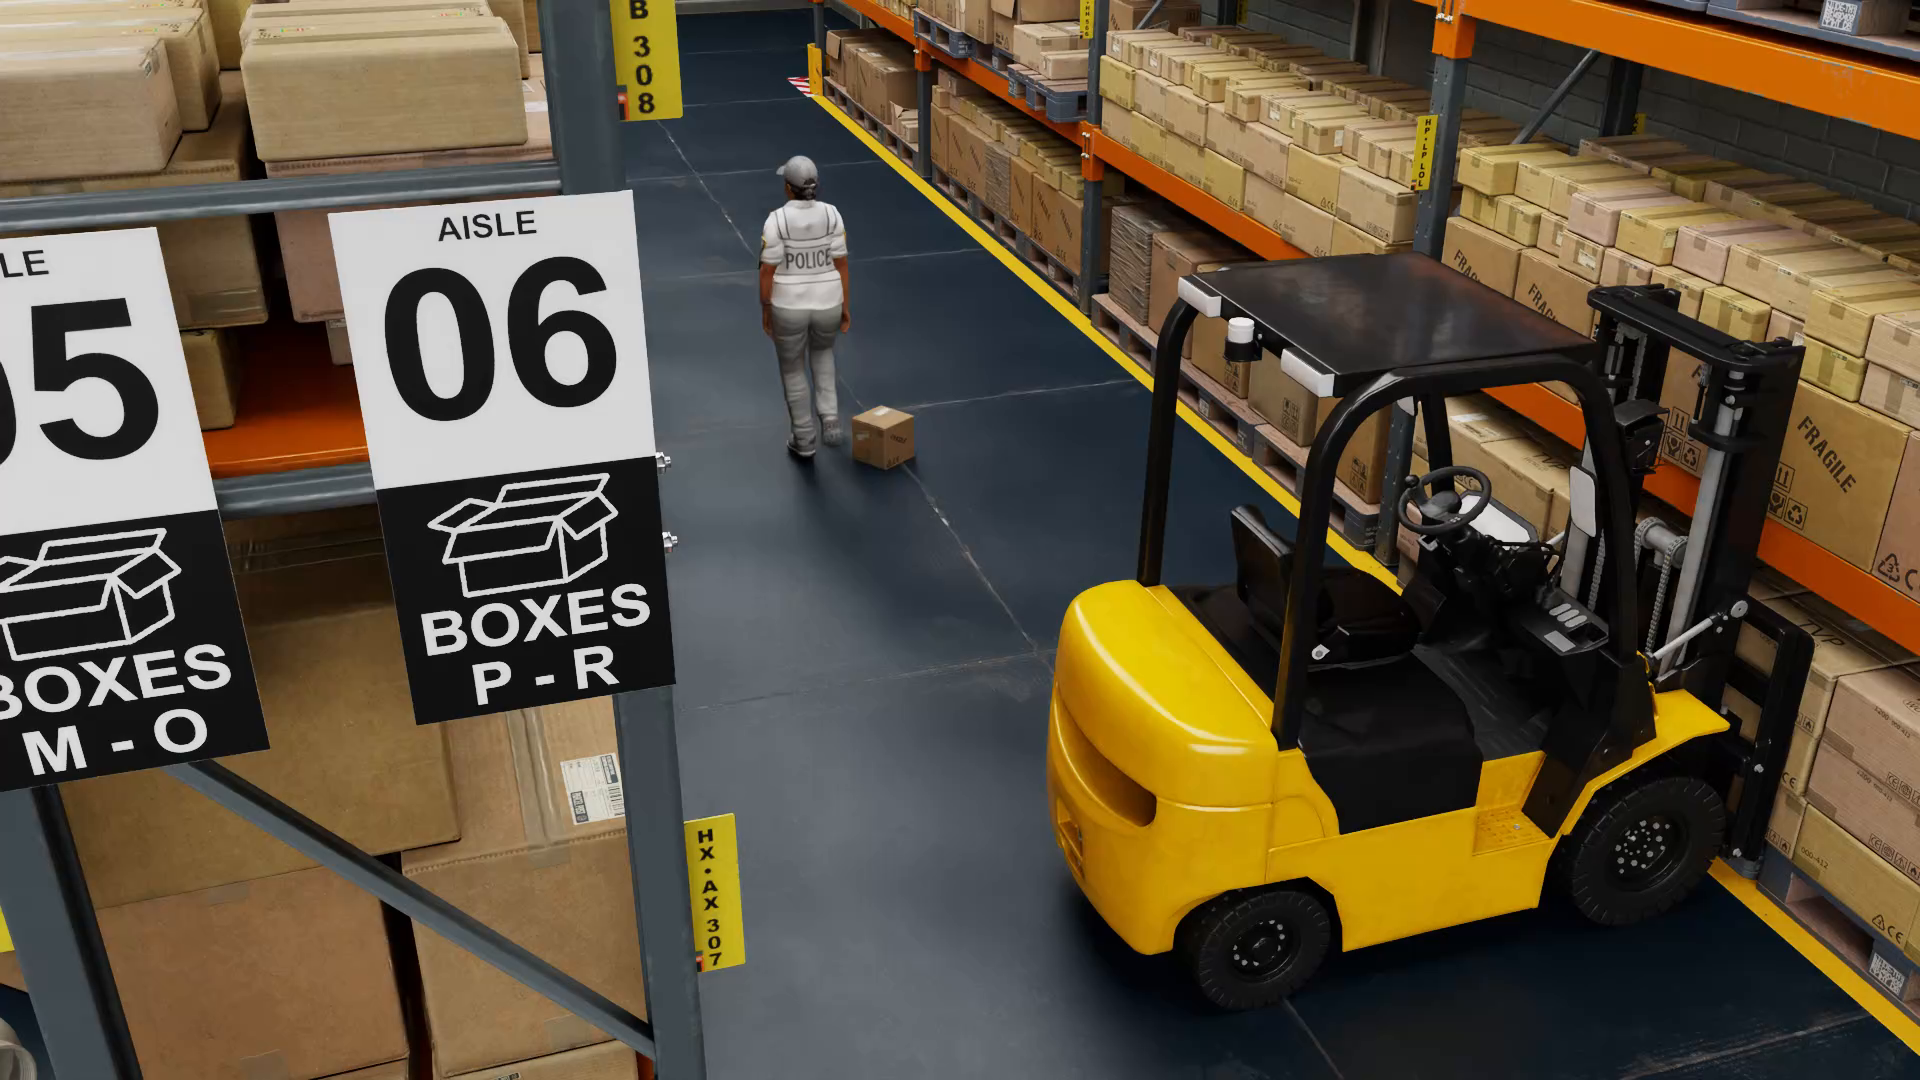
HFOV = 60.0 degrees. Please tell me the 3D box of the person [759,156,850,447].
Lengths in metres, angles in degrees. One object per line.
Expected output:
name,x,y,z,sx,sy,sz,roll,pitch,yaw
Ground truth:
person,-0.875,-1.322,9.113,0.485,1.582,0.468,-12,29,-22
